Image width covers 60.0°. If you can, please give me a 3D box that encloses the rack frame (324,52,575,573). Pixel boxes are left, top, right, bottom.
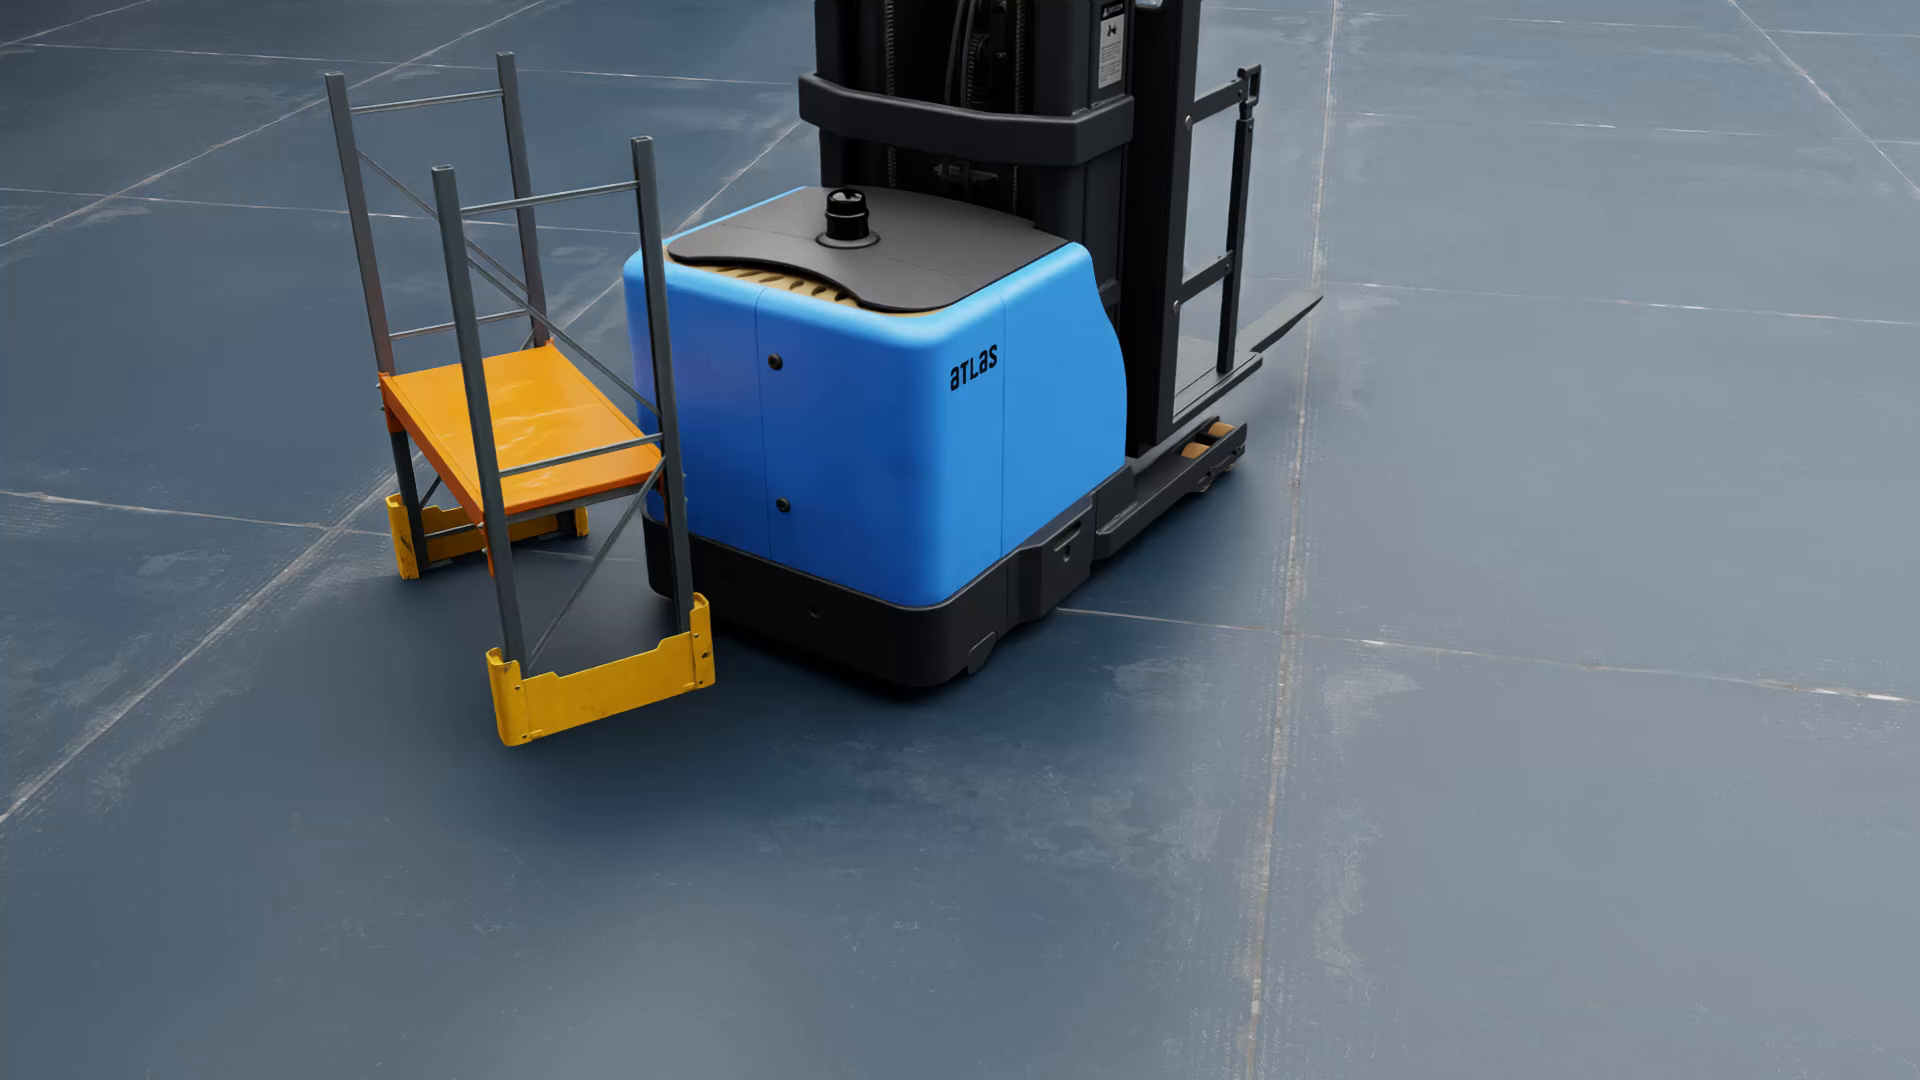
[{"bbox_3d":[-1.447,-0.622,4.825,0.500,1.500,0.032,-16,33,-27],"label":"rack frame"}]

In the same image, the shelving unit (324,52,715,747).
[{"bbox_3d":[-1.190,-0.417,4.449,0.587,1.500,1.083,-16,33,-27],"label":"shelving unit"}]

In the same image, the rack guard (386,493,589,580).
[{"bbox_3d":[-1.446,-0.074,5.124,0.587,0.250,0.087,-16,33,-27],"label":"rack guard"}]

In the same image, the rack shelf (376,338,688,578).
[{"bbox_3d":[-1.185,-0.255,4.529,0.538,0.185,1.000,-16,33,-27],"label":"rack shelf"}]

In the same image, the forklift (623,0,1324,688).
[{"bbox_3d":[0.322,-1.557,5.042,1.130,2.935,3.031,18,33,29],"label":"forklift"}]

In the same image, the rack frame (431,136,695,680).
[{"bbox_3d":[-0.924,-0.204,4.060,0.500,1.500,0.032,-16,33,-27],"label":"rack frame"}]

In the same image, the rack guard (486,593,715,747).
[{"bbox_3d":[-0.934,0.337,4.375,0.587,0.250,0.087,-16,33,-27],"label":"rack guard"}]
